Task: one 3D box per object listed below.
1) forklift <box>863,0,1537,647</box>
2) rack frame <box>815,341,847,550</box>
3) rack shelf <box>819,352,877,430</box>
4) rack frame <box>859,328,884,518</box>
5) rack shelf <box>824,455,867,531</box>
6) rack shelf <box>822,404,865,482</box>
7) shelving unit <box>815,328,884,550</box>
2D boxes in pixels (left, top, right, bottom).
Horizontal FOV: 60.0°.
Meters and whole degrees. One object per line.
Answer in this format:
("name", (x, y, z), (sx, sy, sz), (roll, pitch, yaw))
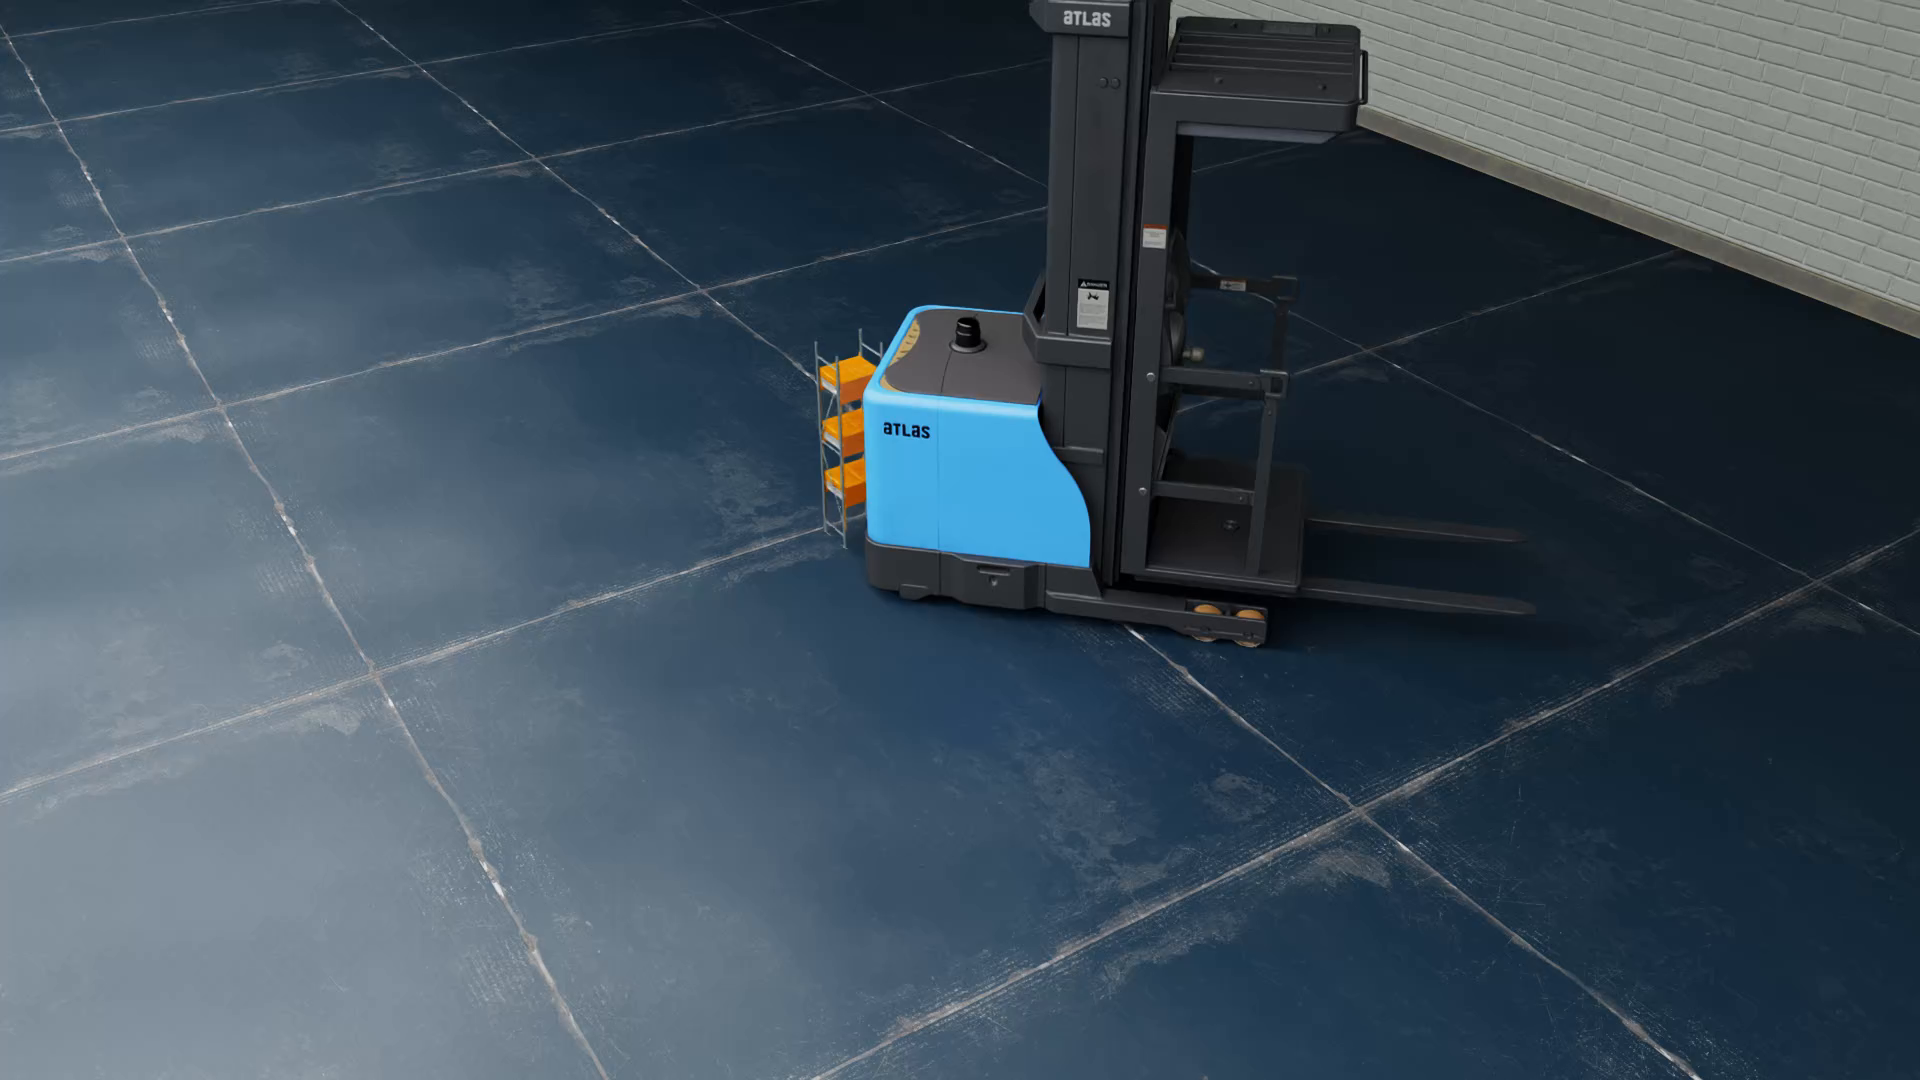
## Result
("forklift", (1.129, -1.069, 7.197), (3.031, 2.935, 1.130), (6, 33, 10))
("rack frame", (-0.616, -0.440, 7.963), (0.008, 1.050, 0.200), (-21, 38, -29))
("rack shelf", (-0.517, -0.708, 7.877), (0.240, 0.259, 0.215), (-21, 38, -29))
("rack frame", (-0.417, -0.515, 8.082), (0.008, 1.050, 0.200), (-21, 38, -29))
("rack shelf", (-0.517, -0.233, 8.177), (0.240, 0.259, 0.215), (-21, 38, -29))
("rack shelf", (-0.517, -0.468, 8.028), (0.240, 0.259, 0.215), (-21, 38, -29))
("shelving unit", (-0.517, -0.477, 8.023), (0.252, 1.050, 0.215), (-21, 38, -29))
